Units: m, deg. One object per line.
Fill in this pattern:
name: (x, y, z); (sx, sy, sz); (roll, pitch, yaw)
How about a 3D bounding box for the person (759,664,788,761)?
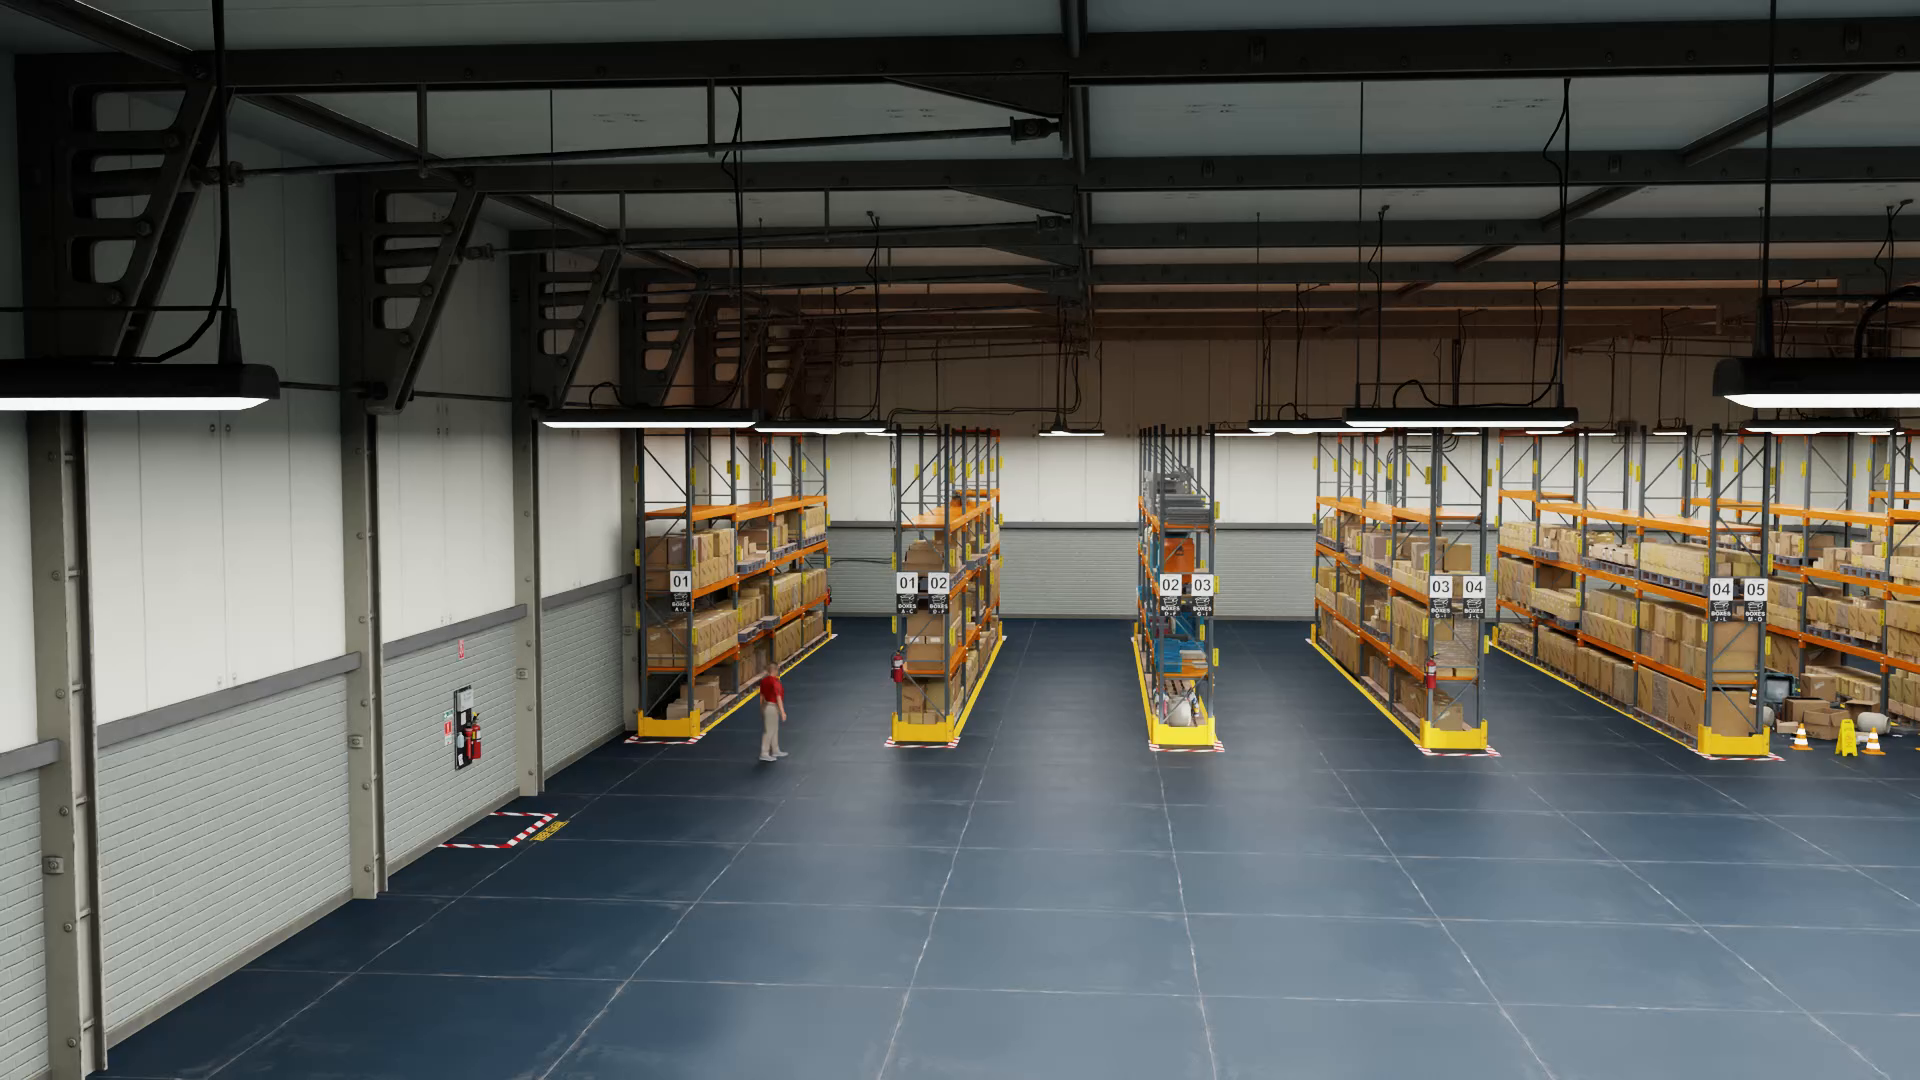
person: (-3.299, 3.059, 29.663); (0.603, 1.713, 0.607); (-1, 4, -23)
